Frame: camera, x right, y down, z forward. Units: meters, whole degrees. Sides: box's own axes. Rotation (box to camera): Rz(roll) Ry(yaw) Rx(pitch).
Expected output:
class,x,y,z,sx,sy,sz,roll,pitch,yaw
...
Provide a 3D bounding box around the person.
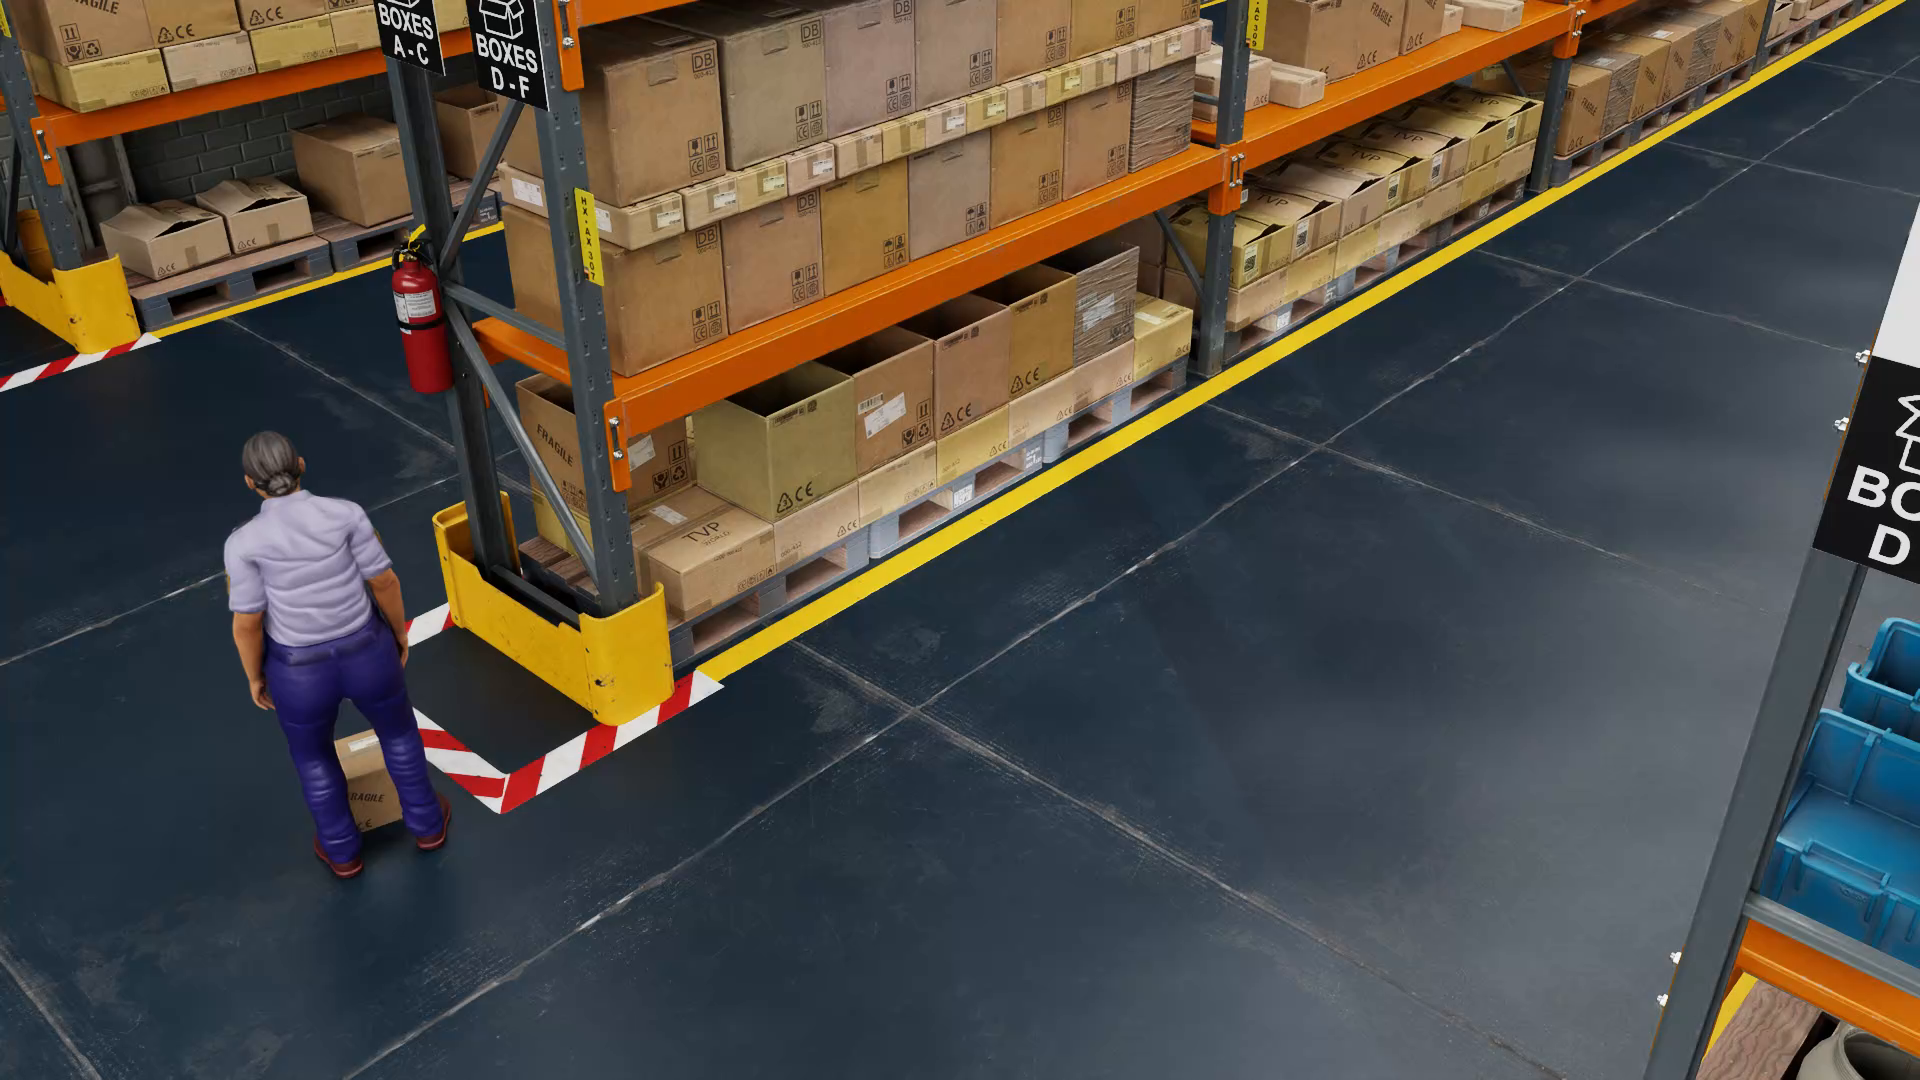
class,x,y,z,sx,sy,sz,roll,pitch,yaw
person,-2.067,0.396,5.497,0.558,1.650,0.373,-17,35,-26
